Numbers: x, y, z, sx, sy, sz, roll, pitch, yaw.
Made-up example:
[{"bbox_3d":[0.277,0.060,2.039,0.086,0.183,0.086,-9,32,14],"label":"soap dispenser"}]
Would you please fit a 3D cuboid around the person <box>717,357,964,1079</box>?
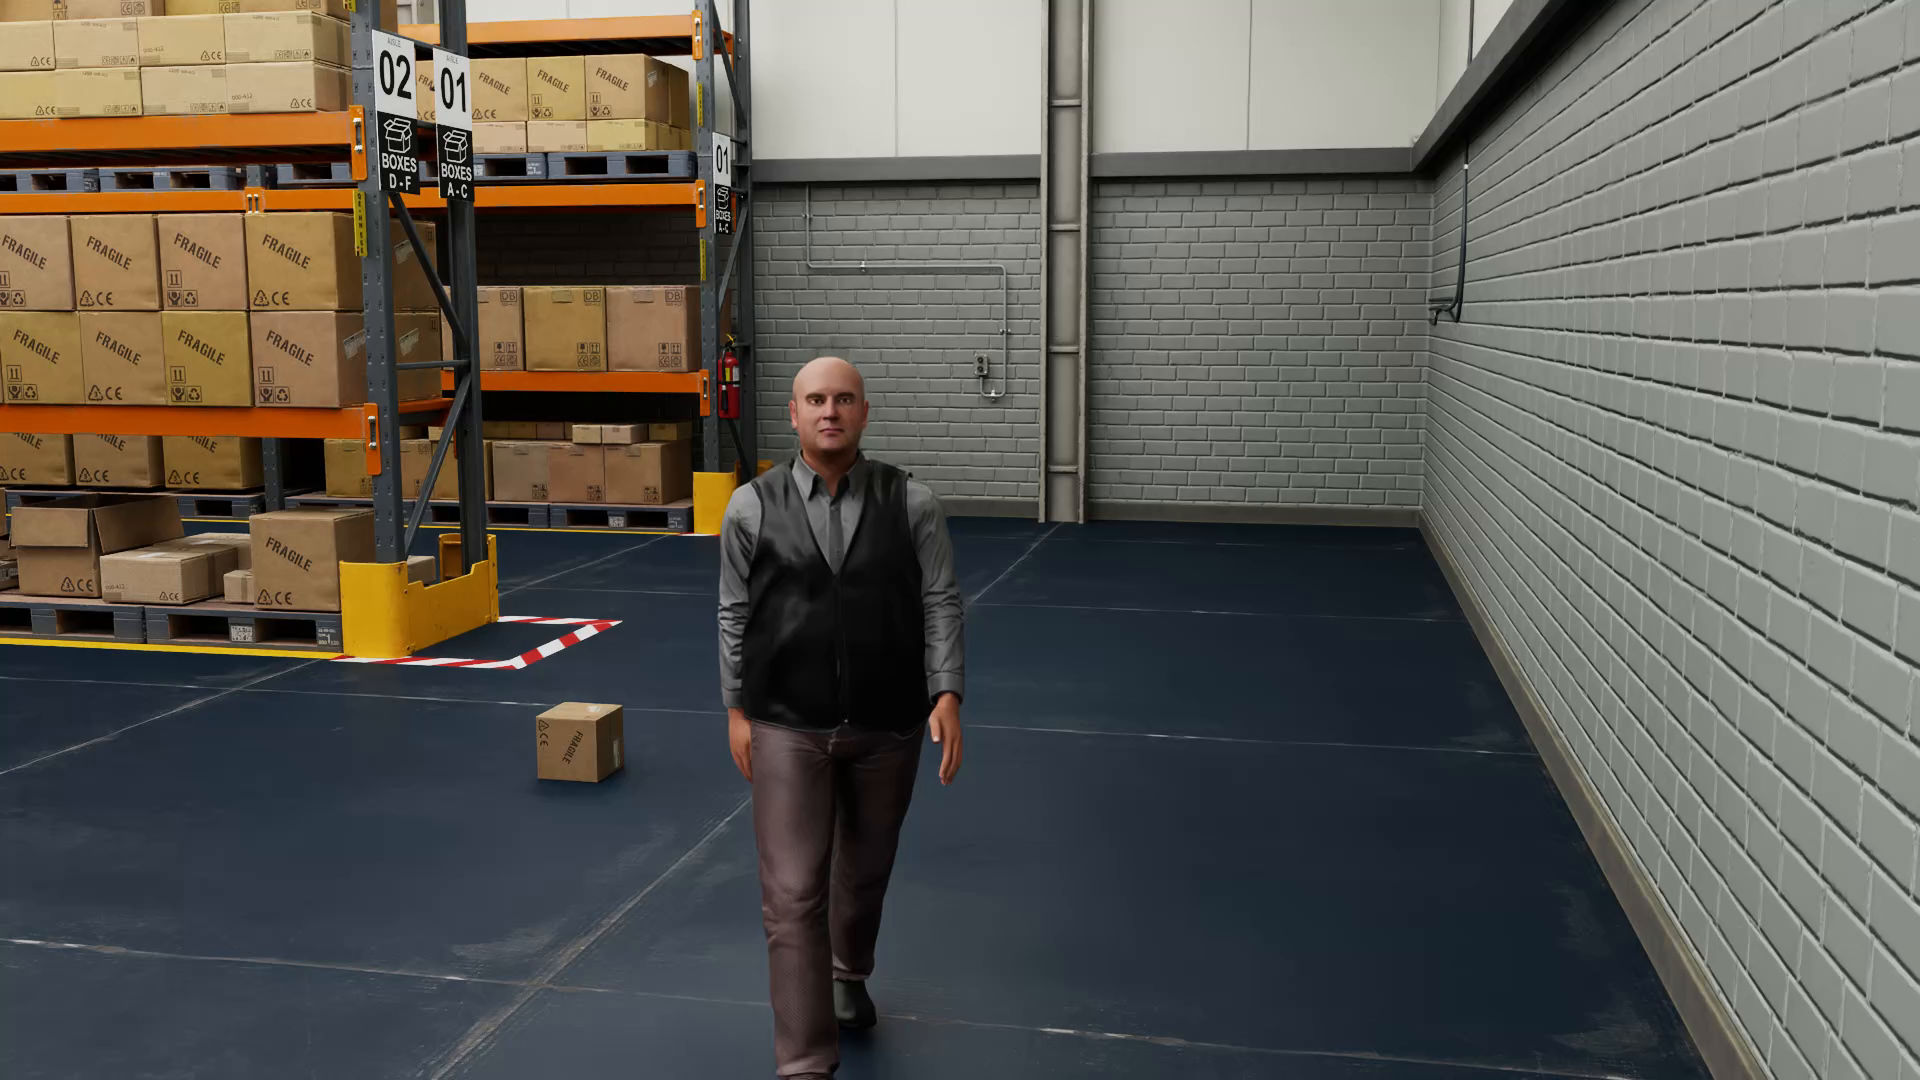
[{"bbox_3d":[-0.255,0.425,3.762,0.559,1.663,1.019,-1,8,-10],"label":"person"}]
